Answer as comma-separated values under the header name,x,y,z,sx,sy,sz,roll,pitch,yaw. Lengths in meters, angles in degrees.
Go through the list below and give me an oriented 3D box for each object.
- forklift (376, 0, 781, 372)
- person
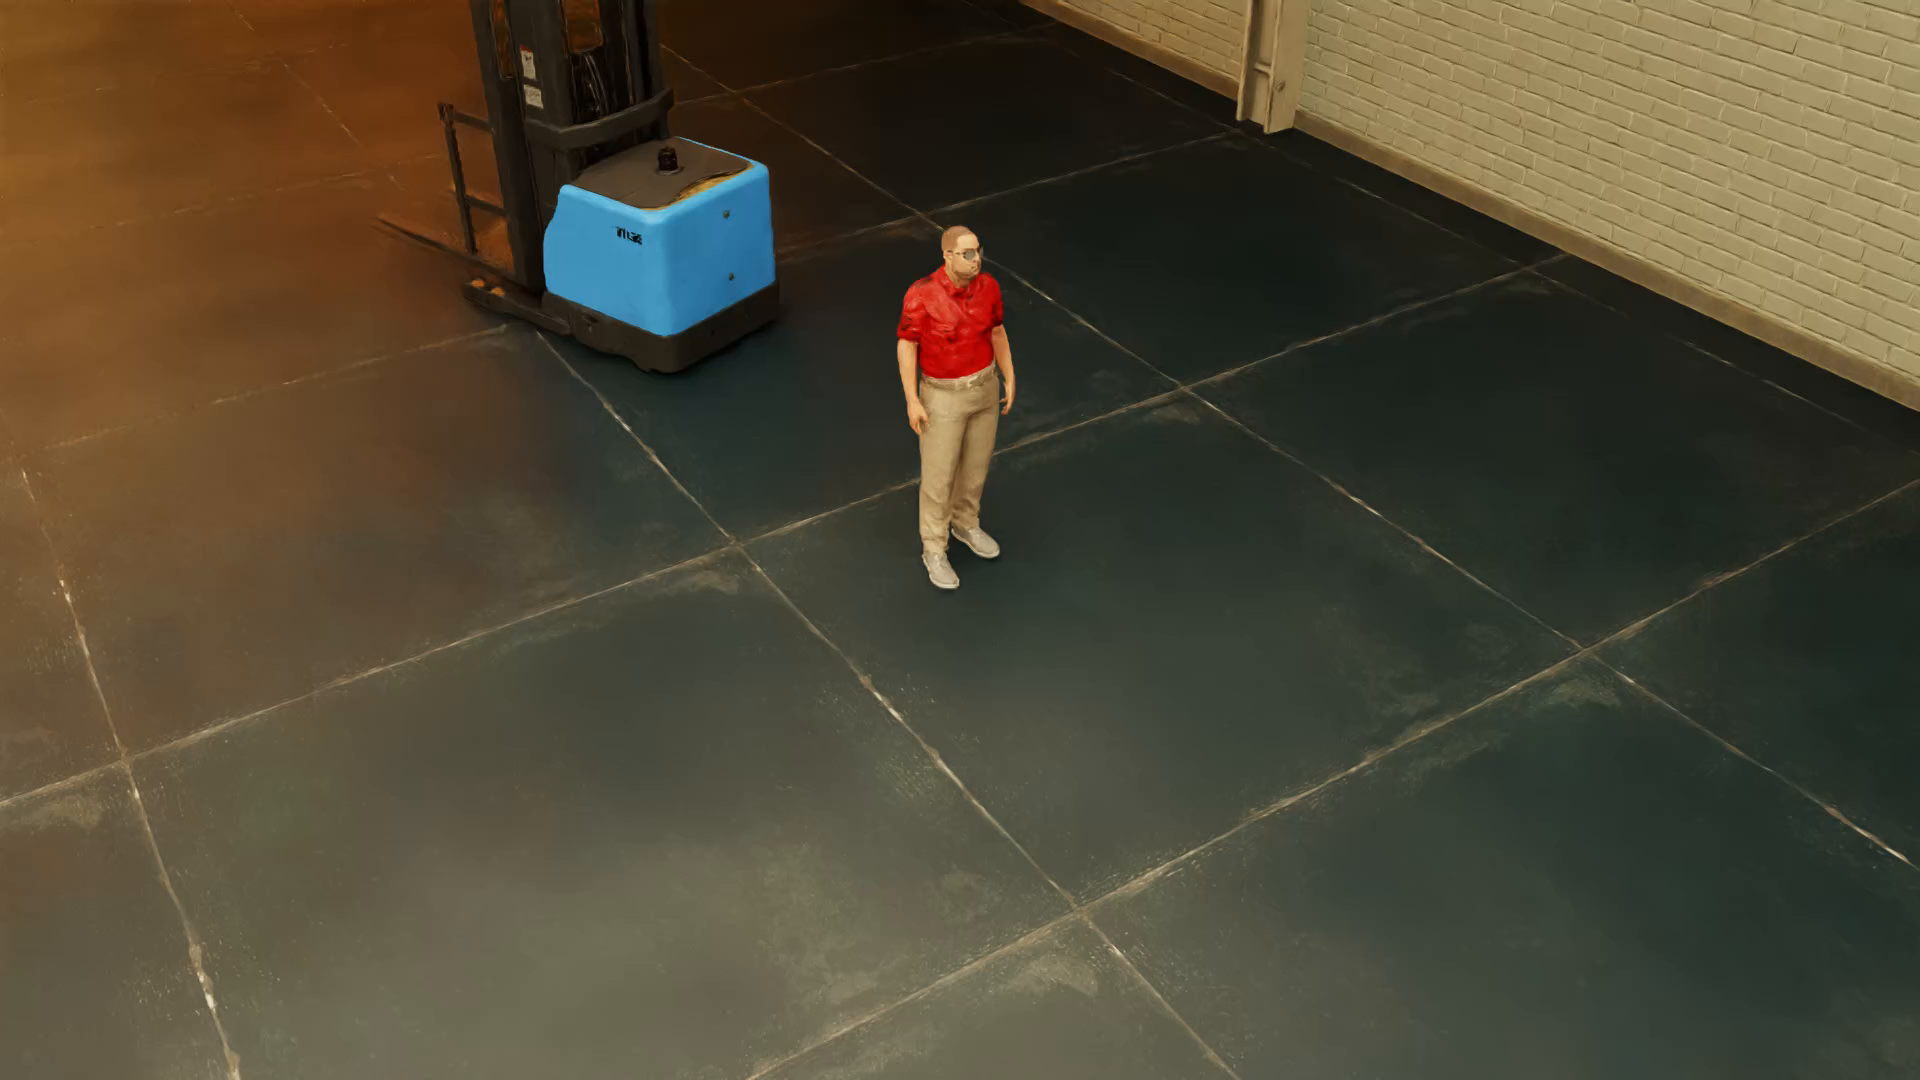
name,x,y,z,sx,sy,sz,roll,pitch,yaw
forklift,-2.629,-2.889,10.259,3.031,2.935,1.130,23,41,29
person,0.039,-0.666,8.129,0.640,1.727,0.550,-21,40,-27
